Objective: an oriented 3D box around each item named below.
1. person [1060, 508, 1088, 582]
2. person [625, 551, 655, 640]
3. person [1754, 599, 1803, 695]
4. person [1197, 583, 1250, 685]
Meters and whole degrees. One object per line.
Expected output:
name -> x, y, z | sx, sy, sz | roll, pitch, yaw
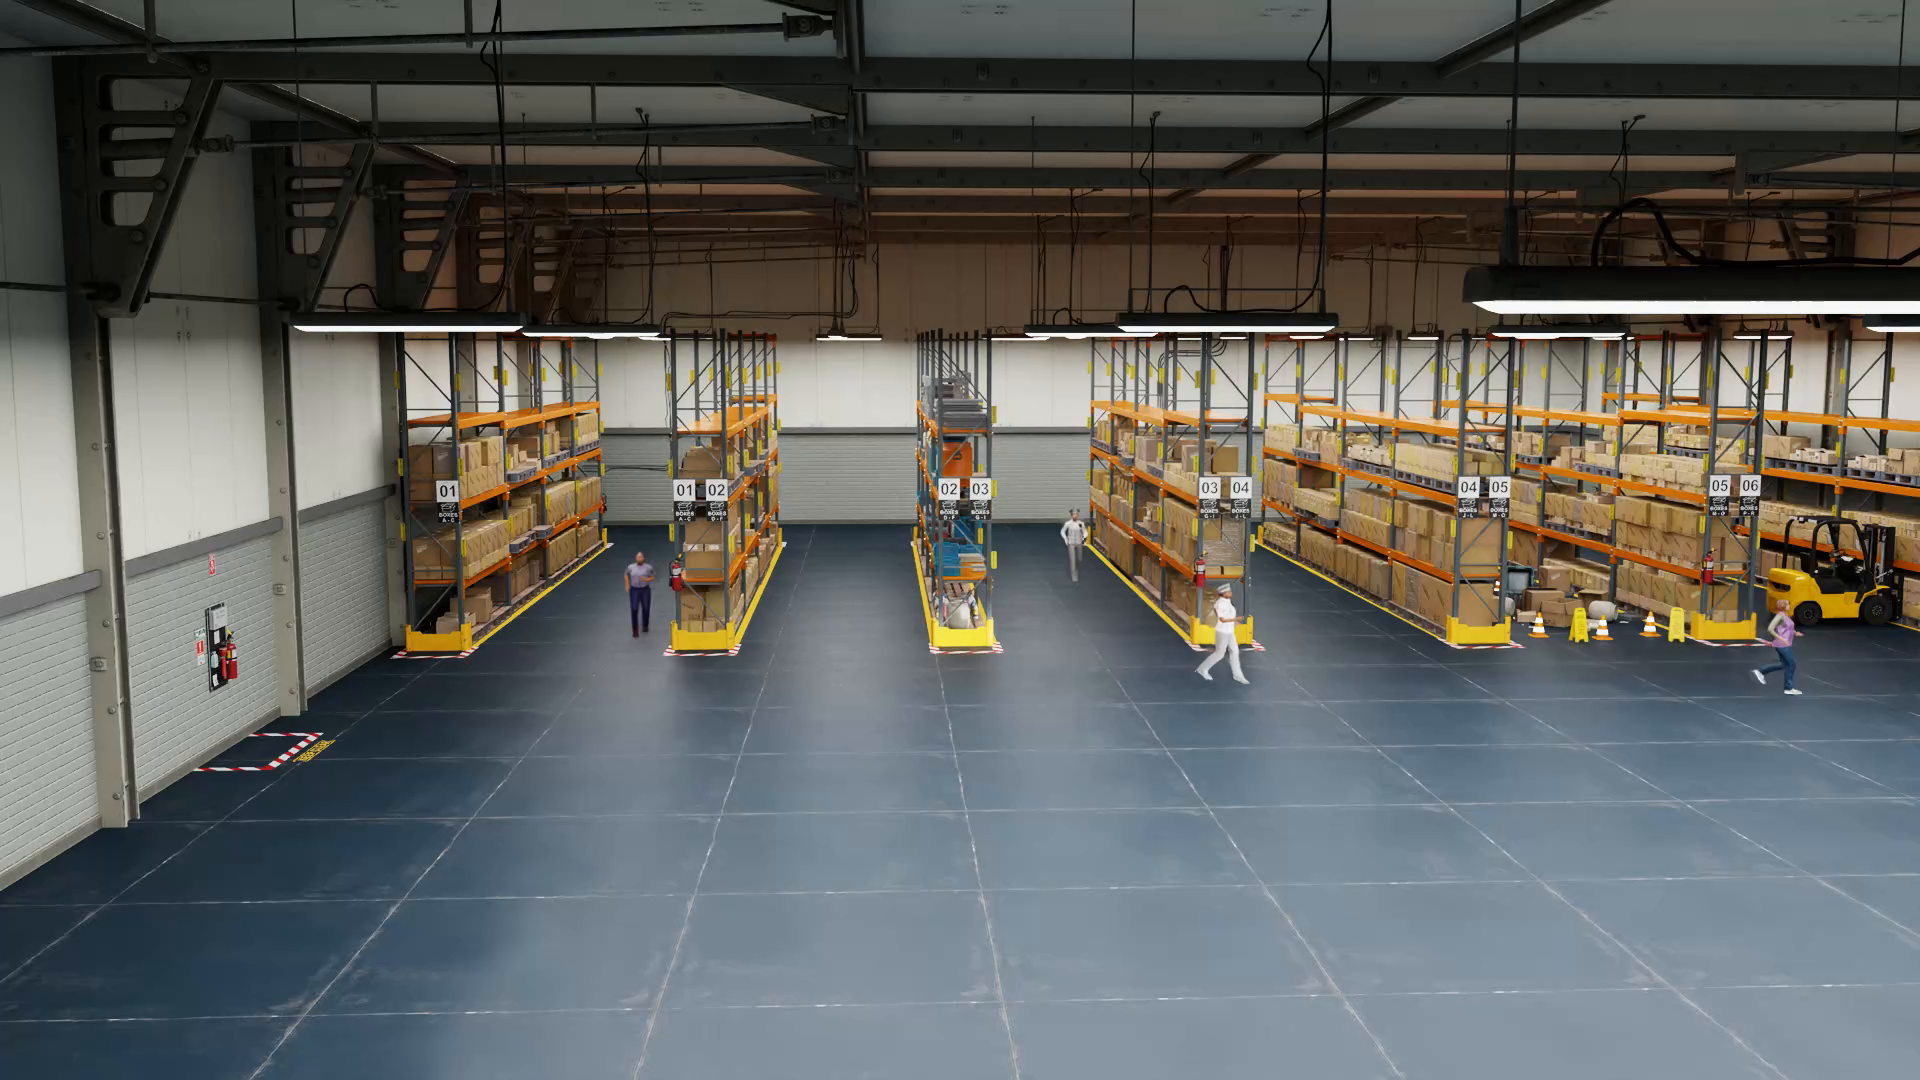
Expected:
person -> 2.633, 0.100, 38.272 | 0.622, 1.661, 0.651 | -1, 7, -5
person -> -6.266, 1.073, 32.610 | 0.579, 1.711, 0.764 | -1, 7, -12
person -> 13.451, 1.735, 27.283 | 0.767, 1.564, 0.547 | 5, 9, 39
person -> 4.442, 1.570, 28.005 | 0.883, 1.721, 0.574 | 3, 7, 22
